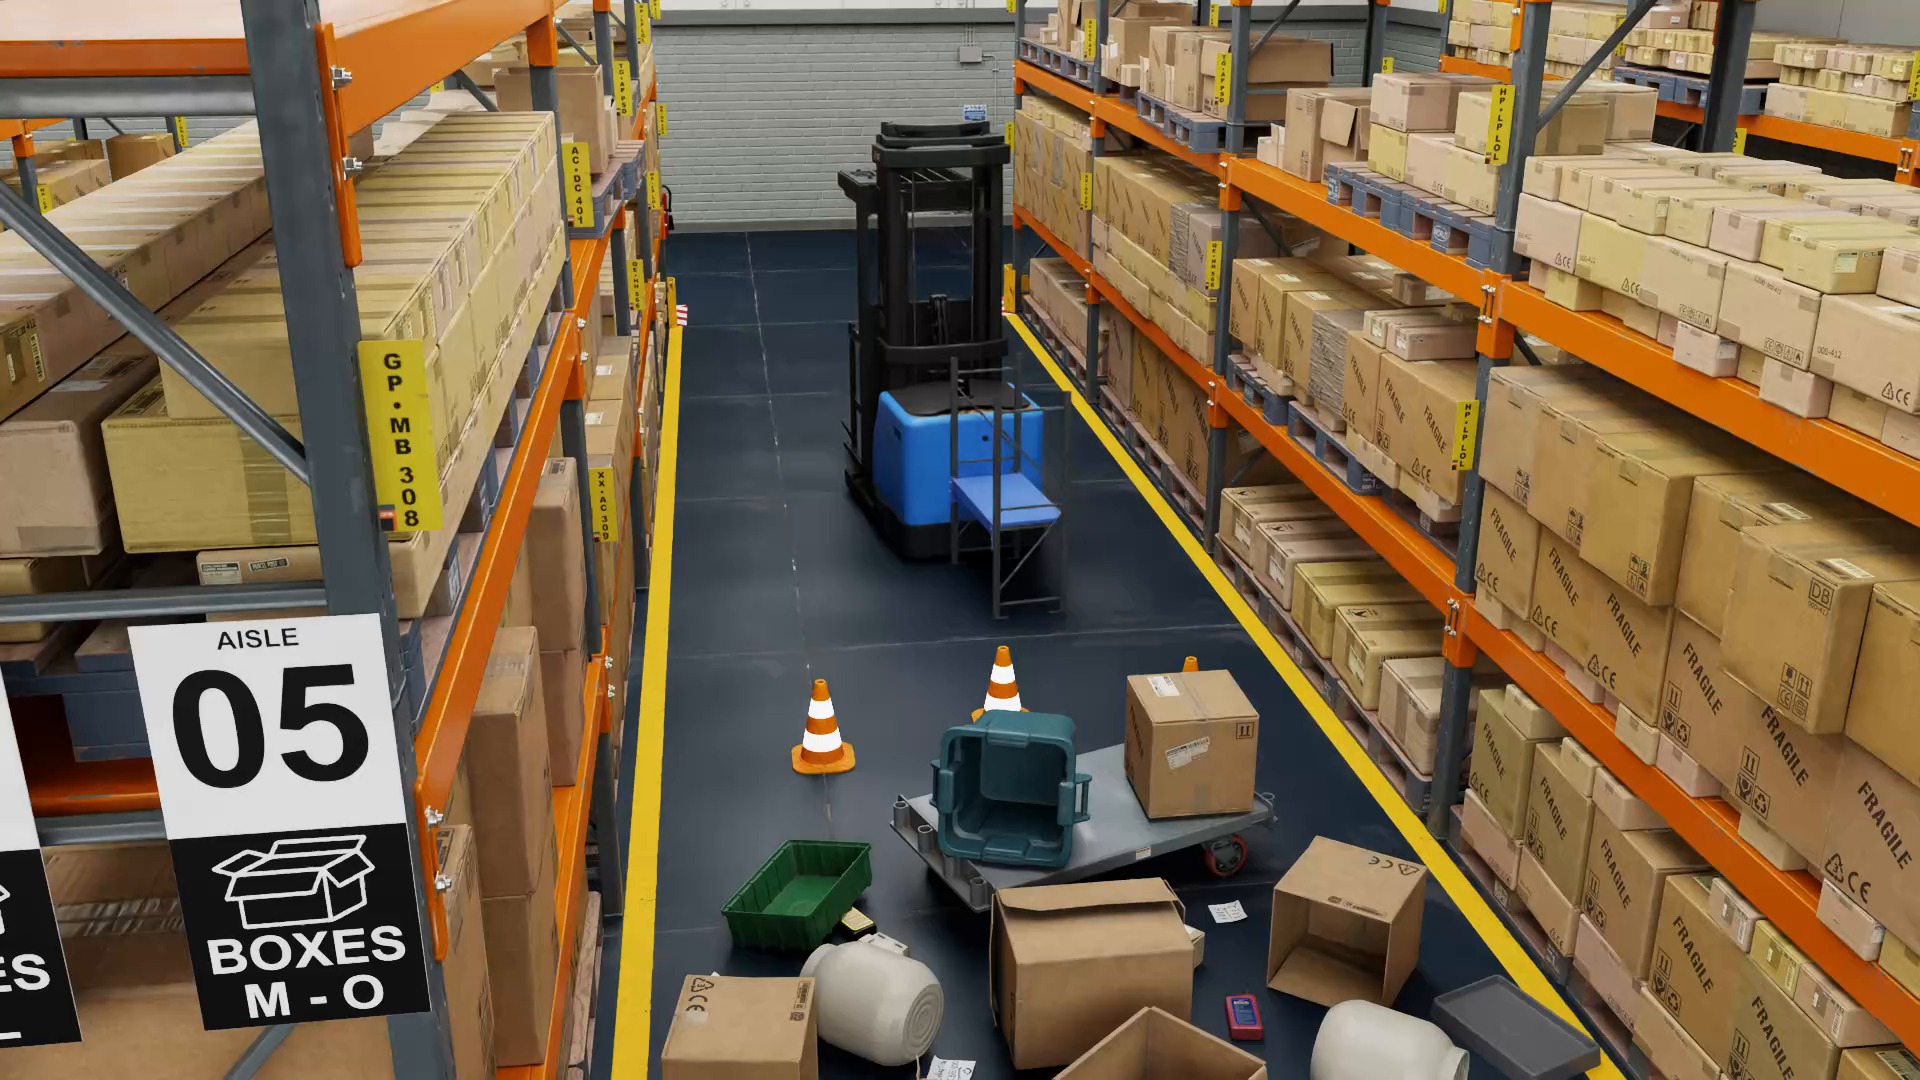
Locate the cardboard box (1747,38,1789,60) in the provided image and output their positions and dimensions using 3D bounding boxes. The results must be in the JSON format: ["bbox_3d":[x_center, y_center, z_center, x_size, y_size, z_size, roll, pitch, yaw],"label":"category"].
[{"bbox_3d":[6.487,-3.996,13.532,0.380,0.149,0.250,-3,21,-7],"label":"cardboard box"}]

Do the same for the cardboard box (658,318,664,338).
[{"bbox_3d":[-3.165,-2.120,16.655,0.380,0.149,0.250,-3,21,-7],"label":"cardboard box"}]

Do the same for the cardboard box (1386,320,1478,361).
[{"bbox_3d":[2.438,-1.033,8.600,0.380,0.149,0.250,-4,21,-9],"label":"cardboard box"}]

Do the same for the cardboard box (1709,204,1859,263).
[{"bbox_3d":[2.804,-1.047,5.666,0.380,0.149,0.250,-3,21,-9],"label":"cardboard box"}]

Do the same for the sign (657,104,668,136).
[{"bbox_3d":[-3.221,-4.542,17.982,0.100,0.325,0.005,-3,21,-8],"label":"sign"}]

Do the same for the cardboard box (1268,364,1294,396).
[{"bbox_3d":[2.147,-1.009,10.390,0.380,0.149,0.250,-3,21,-7],"label":"cardboard box"}]

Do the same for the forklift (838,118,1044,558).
[{"bbox_3d":[-0.287,-1.731,12.662,1.130,2.935,3.031,-6,21,-15],"label":"forklift"}]

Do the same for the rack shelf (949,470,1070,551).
[{"bbox_3d":[0.317,-0.210,11.150,0.538,0.185,1.000,-6,21,-15],"label":"rack shelf"}]

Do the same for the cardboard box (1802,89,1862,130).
[{"bbox_3d":[6.787,-3.271,12.614,0.500,0.250,0.500,-3,21,-8],"label":"cardboard box"}]

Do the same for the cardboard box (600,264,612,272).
[{"bbox_3d":[-2.605,-1.858,11.811,0.380,0.149,0.250,-4,21,-10],"label":"cardboard box"}]

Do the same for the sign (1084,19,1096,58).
[{"bbox_3d":[1.138,-4.386,14.533,0.100,0.325,0.005,-3,21,-8],"label":"sign"}]

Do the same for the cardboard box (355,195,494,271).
[{"bbox_3d":[-1.382,-0.767,4.171,0.380,0.149,0.250,-3,21,-8],"label":"cardboard box"}]

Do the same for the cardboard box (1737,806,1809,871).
[{"bbox_3d":[2.897,0.985,5.652,0.380,0.149,0.250,-3,21,-8],"label":"cardboard box"}]

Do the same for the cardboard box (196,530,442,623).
[{"bbox_3d":[-1.199,0.044,3.141,0.380,0.149,0.250,-3,21,-7],"label":"cardboard box"}]

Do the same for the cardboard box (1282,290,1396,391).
[{"bbox_3d":[2.265,-1.197,9.965,0.500,0.500,0.500,-3,21,-7],"label":"cardboard box"}]

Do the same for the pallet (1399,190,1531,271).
[{"bbox_3d":[2.857,-1.496,7.917,1.213,0.211,1.003,-3,21,-8],"label":"pallet"}]

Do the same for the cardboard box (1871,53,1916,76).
[{"bbox_3d":[6.899,-3.458,12.120,0.380,0.149,0.250,-4,21,-10],"label":"cardboard box"}]

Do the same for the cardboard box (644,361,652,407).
[{"bbox_3d":[-2.688,-1.216,13.086,0.500,0.250,0.500,-4,21,-10],"label":"cardboard box"}]

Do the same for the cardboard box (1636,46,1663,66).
[{"bbox_3d":[6.251,-4.298,14.765,0.380,0.149,0.250,-3,21,-7],"label":"cardboard box"}]

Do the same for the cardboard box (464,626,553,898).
[{"bbox_3d":[-1.599,0.616,4.521,0.875,0.550,0.550,-3,21,-8],"label":"cardboard box"}]

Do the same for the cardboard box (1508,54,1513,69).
[{"bbox_3d":[5.962,-4.996,17.378,0.380,0.149,0.250,-3,21,-8],"label":"cardboard box"}]

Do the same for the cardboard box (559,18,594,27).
[{"bbox_3d":[-3.251,-3.957,13.494,0.700,0.500,0.500,-3,21,-8],"label":"cardboard box"}]

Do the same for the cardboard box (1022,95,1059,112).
[{"bbox_3d":[0.888,-4.797,18.274,0.380,0.149,0.250,-2,21,-7],"label":"cardboard box"}]

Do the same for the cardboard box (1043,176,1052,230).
[{"bbox_3d":[1.140,-3.458,17.044,0.500,0.500,0.500,-2,21,-6],"label":"cardboard box"}]

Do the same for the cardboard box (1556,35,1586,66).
[{"bbox_3d":[6.196,-4.790,16.255,0.500,0.250,0.500,-4,21,-10],"label":"cardboard box"}]

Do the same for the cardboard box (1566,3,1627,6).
[{"bbox_3d":[6.566,-5.403,17.181,0.500,0.250,0.500,-3,21,-8],"label":"cardboard box"}]

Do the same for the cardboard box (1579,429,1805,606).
[{"bbox_3d":[2.787,-0.098,6.195,0.700,0.500,0.500,-3,21,-9],"label":"cardboard box"}]

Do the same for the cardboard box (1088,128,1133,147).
[{"bbox_3d":[1.397,-3.736,15.434,0.380,0.149,0.250,-2,21,-6],"label":"cardboard box"}]

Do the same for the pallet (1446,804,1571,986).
[{"bbox_3d":[2.972,1.577,7.692,1.003,0.211,1.213,-3,21,-8],"label":"pallet"}]

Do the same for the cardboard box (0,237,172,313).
[{"bbox_3d":[-1.962,-0.559,3.616,0.380,0.149,0.250,-3,21,-7],"label":"cardboard box"}]

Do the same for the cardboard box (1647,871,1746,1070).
[{"bbox_3d":[2.899,1.545,6.050,0.500,0.500,0.500,-3,21,-9],"label":"cardboard box"}]

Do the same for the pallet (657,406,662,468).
[{"bbox_3d":[-3.083,-0.869,14.242,1.003,0.211,1.213,-3,21,-8],"label":"pallet"}]

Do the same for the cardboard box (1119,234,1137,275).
[{"bbox_3d":[1.621,-2.372,13.780,0.500,0.250,0.500,-3,21,-7],"label":"cardboard box"}]

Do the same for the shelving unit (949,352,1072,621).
[{"bbox_3d":[0.317,-0.379,11.087,0.538,1.500,1.048,-6,21,-15],"label":"shelving unit"}]

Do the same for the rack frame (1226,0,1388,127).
[{"bbox_3d":[2.263,-4.155,10.480,1.000,3.000,0.127,-3,21,-8],"label":"rack frame"}]

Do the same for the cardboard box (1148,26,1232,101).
[{"bbox_3d":[1.722,-3.589,12.509,0.500,0.500,0.500,-3,21,-7],"label":"cardboard box"}]

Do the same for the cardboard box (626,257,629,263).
[{"bbox_3d":[-2.750,-2.080,12.831,0.380,0.149,0.250,-3,21,-8],"label":"cardboard box"}]

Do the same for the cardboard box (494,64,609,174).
[{"bbox_3d":[-2.093,-2.168,8.561,0.500,0.500,0.500,-3,21,-8],"label":"cardboard box"}]

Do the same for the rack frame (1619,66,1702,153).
[{"bbox_3d":[6.598,-2.982,15.912,1.000,3.000,0.127,-3,21,-8],"label":"rack frame"}]

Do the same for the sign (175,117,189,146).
[{"bbox_3d":[-8.157,-4.291,17.424,0.100,0.325,0.005,-3,21,-8],"label":"sign"}]

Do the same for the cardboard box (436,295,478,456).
[{"bbox_3d":[-1.357,-0.364,3.663,0.500,0.250,0.500,-3,21,-8],"label":"cardboard box"}]

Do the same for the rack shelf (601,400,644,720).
[{"bbox_3d":[-2.332,-0.031,9.040,1.077,0.370,4.000,-3,21,-8],"label":"rack shelf"}]

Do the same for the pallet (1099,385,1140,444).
[{"bbox_3d":[1.873,-1.160,15.021,1.003,0.211,1.213,-3,21,-8],"label":"pallet"}]

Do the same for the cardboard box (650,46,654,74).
[{"bbox_3d":[-3.365,-4.845,16.827,0.500,0.250,0.500,-3,21,-8],"label":"cardboard box"}]

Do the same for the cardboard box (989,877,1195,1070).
[{"bbox_3d":[0.515,1.727,6.679,0.797,0.637,0.503,-3,21,-8],"label":"cardboard box"}]

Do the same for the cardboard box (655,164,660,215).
[{"bbox_3d":[-3.302,-3.520,16.786,0.500,0.500,0.500,-3,21,-8],"label":"cardboard box"}]

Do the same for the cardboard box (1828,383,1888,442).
[{"bbox_3d":[2.932,-0.417,5.117,0.380,0.149,0.250,-3,21,-9],"label":"cardboard box"}]

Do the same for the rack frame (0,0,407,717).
[{"bbox_3d":[-1.467,-1.101,2.302,1.000,3.000,0.127,-3,21,-8],"label":"rack frame"}]

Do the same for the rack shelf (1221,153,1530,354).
[{"bbox_3d":[2.552,-1.721,9.277,1.077,0.370,4.000,-3,21,-8],"label":"rack shelf"}]

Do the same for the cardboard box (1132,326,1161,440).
[{"bbox_3d":[1.993,-1.408,14.136,0.875,0.875,0.875,-2,21,-6],"label":"cardboard box"}]

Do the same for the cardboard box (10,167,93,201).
[{"bbox_3d":[-7.999,-3.000,14.679,0.500,0.500,0.500,-3,21,-8],"label":"cardboard box"}]

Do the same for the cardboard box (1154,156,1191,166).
[{"bbox_3d":[2.000,-3.103,14.665,0.500,0.500,0.500,-2,21,-6],"label":"cardboard box"}]

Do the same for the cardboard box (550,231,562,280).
[{"bbox_3d":[-1.638,-1.009,5.960,0.380,0.149,0.250,-3,21,-7],"label":"cardboard box"}]

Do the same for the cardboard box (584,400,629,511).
[{"bbox_3d":[-2.069,-0.442,8.969,0.500,0.500,0.500,-3,21,-7],"label":"cardboard box"}]

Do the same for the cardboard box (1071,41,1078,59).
[{"bbox_3d":[1.240,-4.557,15.460,0.380,0.149,0.250,-2,21,-6],"label":"cardboard box"}]

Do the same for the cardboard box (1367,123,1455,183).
[{"bbox_3d":[2.472,-2.039,8.714,0.500,0.250,0.500,-3,21,-7],"label":"cardboard box"}]
